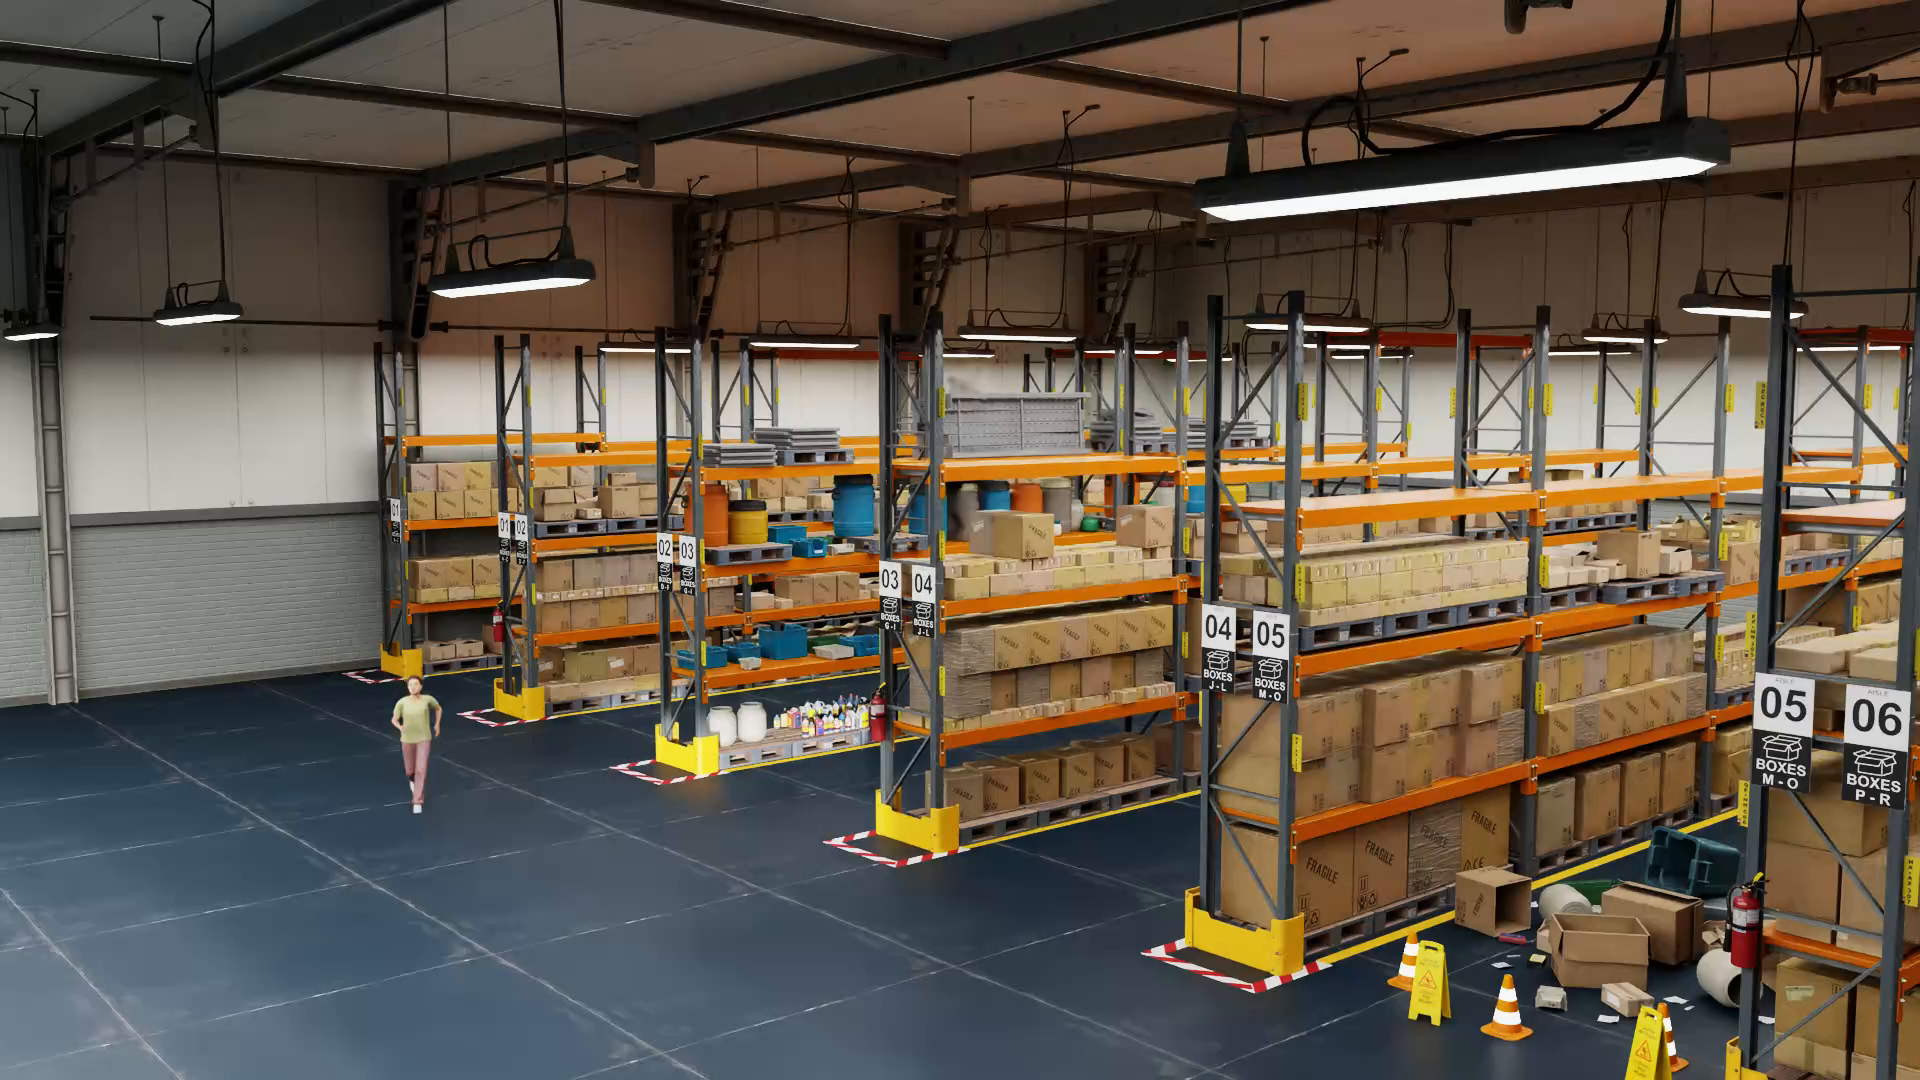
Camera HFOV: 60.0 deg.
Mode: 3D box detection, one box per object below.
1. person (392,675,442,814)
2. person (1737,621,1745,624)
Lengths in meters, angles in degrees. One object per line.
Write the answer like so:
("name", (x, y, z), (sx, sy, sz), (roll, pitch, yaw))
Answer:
("person", (-6.687, 2.476, 20.488), (0.592, 1.633, 0.970), (-1, 5, -15))
("person", (11.996, 2.049, 25.457), (0.634, 1.637, 0.595), (-4, 6, -35))
